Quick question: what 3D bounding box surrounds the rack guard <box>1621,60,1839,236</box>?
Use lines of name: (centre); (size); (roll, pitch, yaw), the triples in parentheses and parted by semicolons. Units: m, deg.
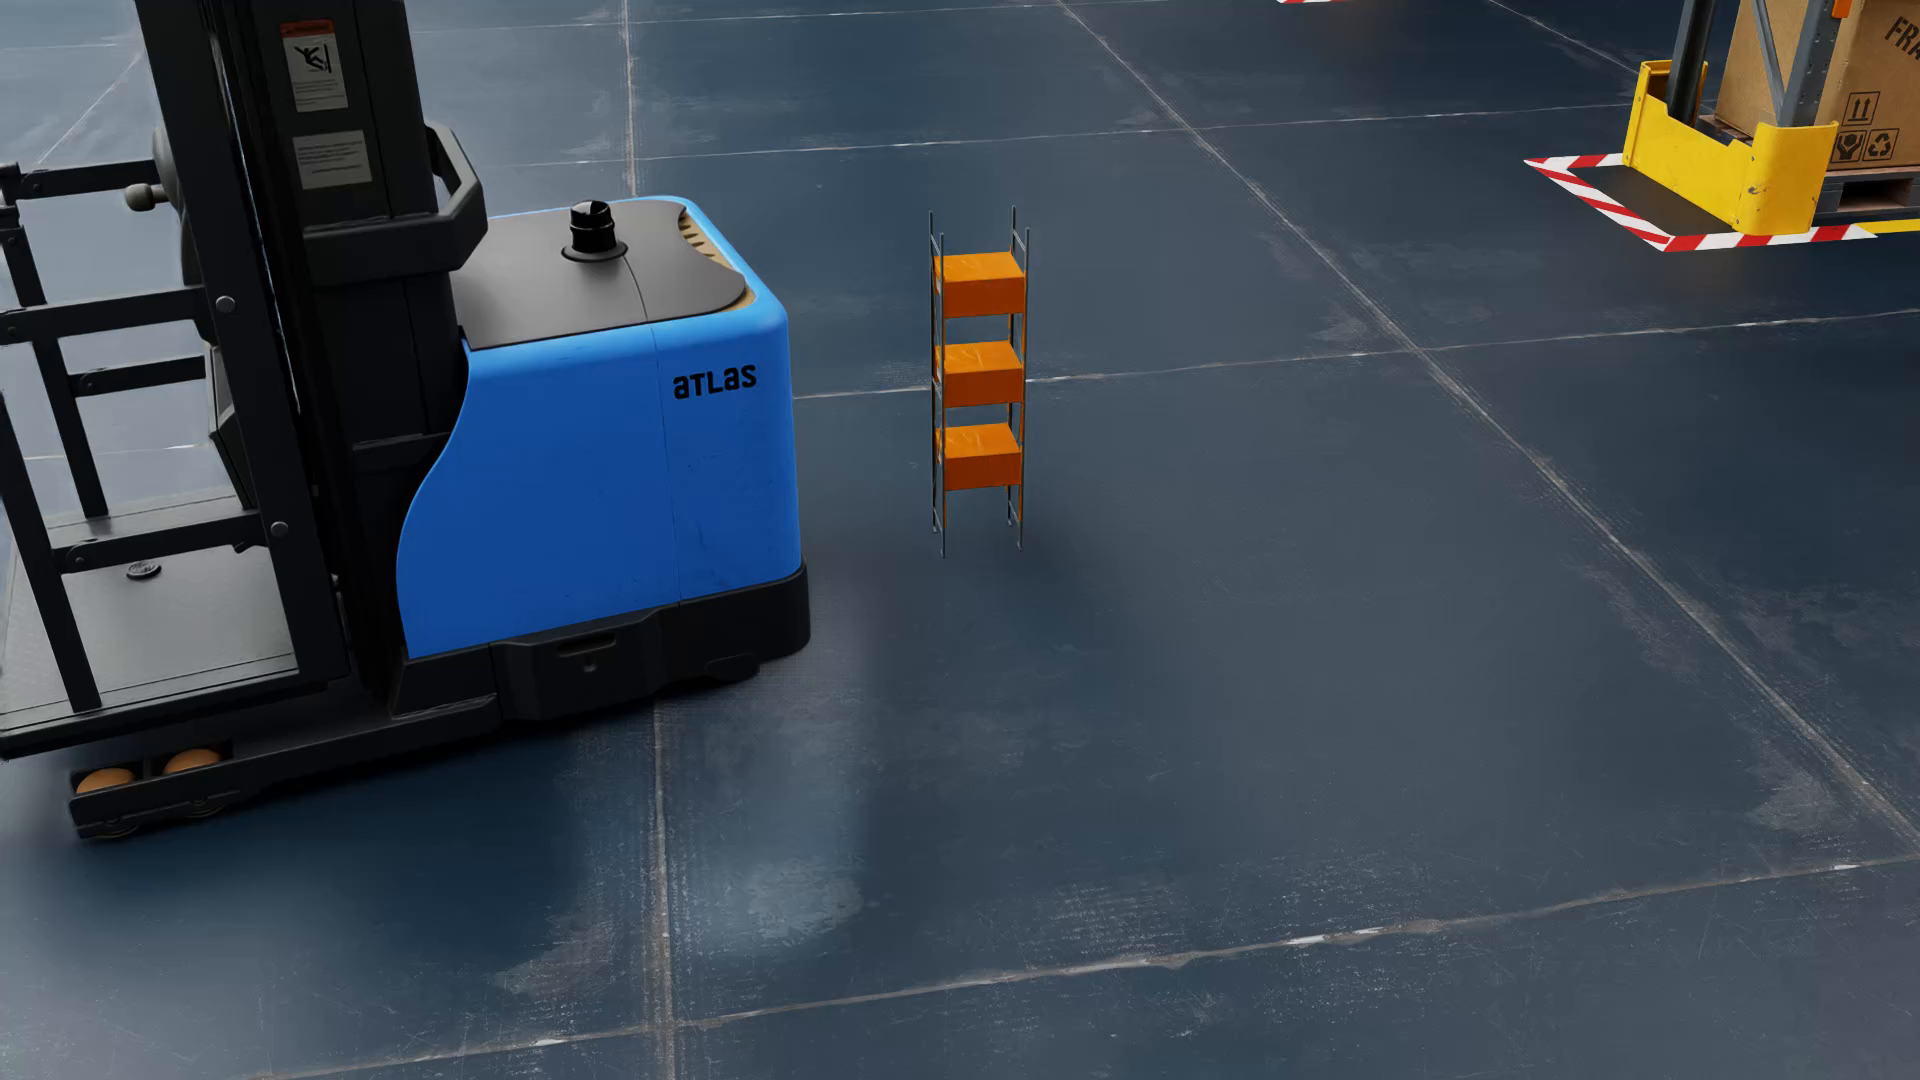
rack guard: (3.668, -1.907, 8.001); (0.348, 0.500, 1.175); (-5, 31, -9)

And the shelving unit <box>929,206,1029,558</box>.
shelving unit: (0.053, -0.457, 4.992); (0.252, 1.050, 0.215); (-5, 31, -9)

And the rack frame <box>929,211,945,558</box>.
rack frame: (-0.067, -0.446, 4.973); (0.008, 1.050, 0.200); (-5, 31, -9)

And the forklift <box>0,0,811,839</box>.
forklift: (-1.984, -0.847, 3.799); (3.031, 2.935, 1.130); (-12, 33, -20)

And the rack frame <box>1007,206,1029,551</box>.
rack frame: (0.173, -0.469, 5.011); (0.008, 1.050, 0.200); (-5, 31, -9)

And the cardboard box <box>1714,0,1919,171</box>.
cardboard box: (4.346, -2.347, 7.964); (0.875, 0.875, 0.875); (-5, 31, -9)

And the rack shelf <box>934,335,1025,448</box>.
rack shelf: (0.053, -0.448, 4.998); (0.240, 0.259, 0.215); (-5, 31, -9)

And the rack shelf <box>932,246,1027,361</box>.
rack shelf: (0.053, -0.693, 4.854); (0.240, 0.259, 0.215); (-5, 31, -9)

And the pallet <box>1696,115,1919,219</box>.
pallet: (4.464, -1.897, 8.268); (1.213, 0.211, 1.003); (-5, 31, -9)

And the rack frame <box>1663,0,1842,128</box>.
rack frame: (3.691, -2.987, 7.371); (0.127, 3.000, 1.000); (-5, 31, -9)

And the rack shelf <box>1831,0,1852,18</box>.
rack shelf: (5.659, -2.860, 7.864); (4.000, 0.370, 1.077); (-5, 31, -9)

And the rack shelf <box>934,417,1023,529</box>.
rack shelf: (0.053, -0.209, 5.138); (0.240, 0.259, 0.215); (-5, 31, -9)
